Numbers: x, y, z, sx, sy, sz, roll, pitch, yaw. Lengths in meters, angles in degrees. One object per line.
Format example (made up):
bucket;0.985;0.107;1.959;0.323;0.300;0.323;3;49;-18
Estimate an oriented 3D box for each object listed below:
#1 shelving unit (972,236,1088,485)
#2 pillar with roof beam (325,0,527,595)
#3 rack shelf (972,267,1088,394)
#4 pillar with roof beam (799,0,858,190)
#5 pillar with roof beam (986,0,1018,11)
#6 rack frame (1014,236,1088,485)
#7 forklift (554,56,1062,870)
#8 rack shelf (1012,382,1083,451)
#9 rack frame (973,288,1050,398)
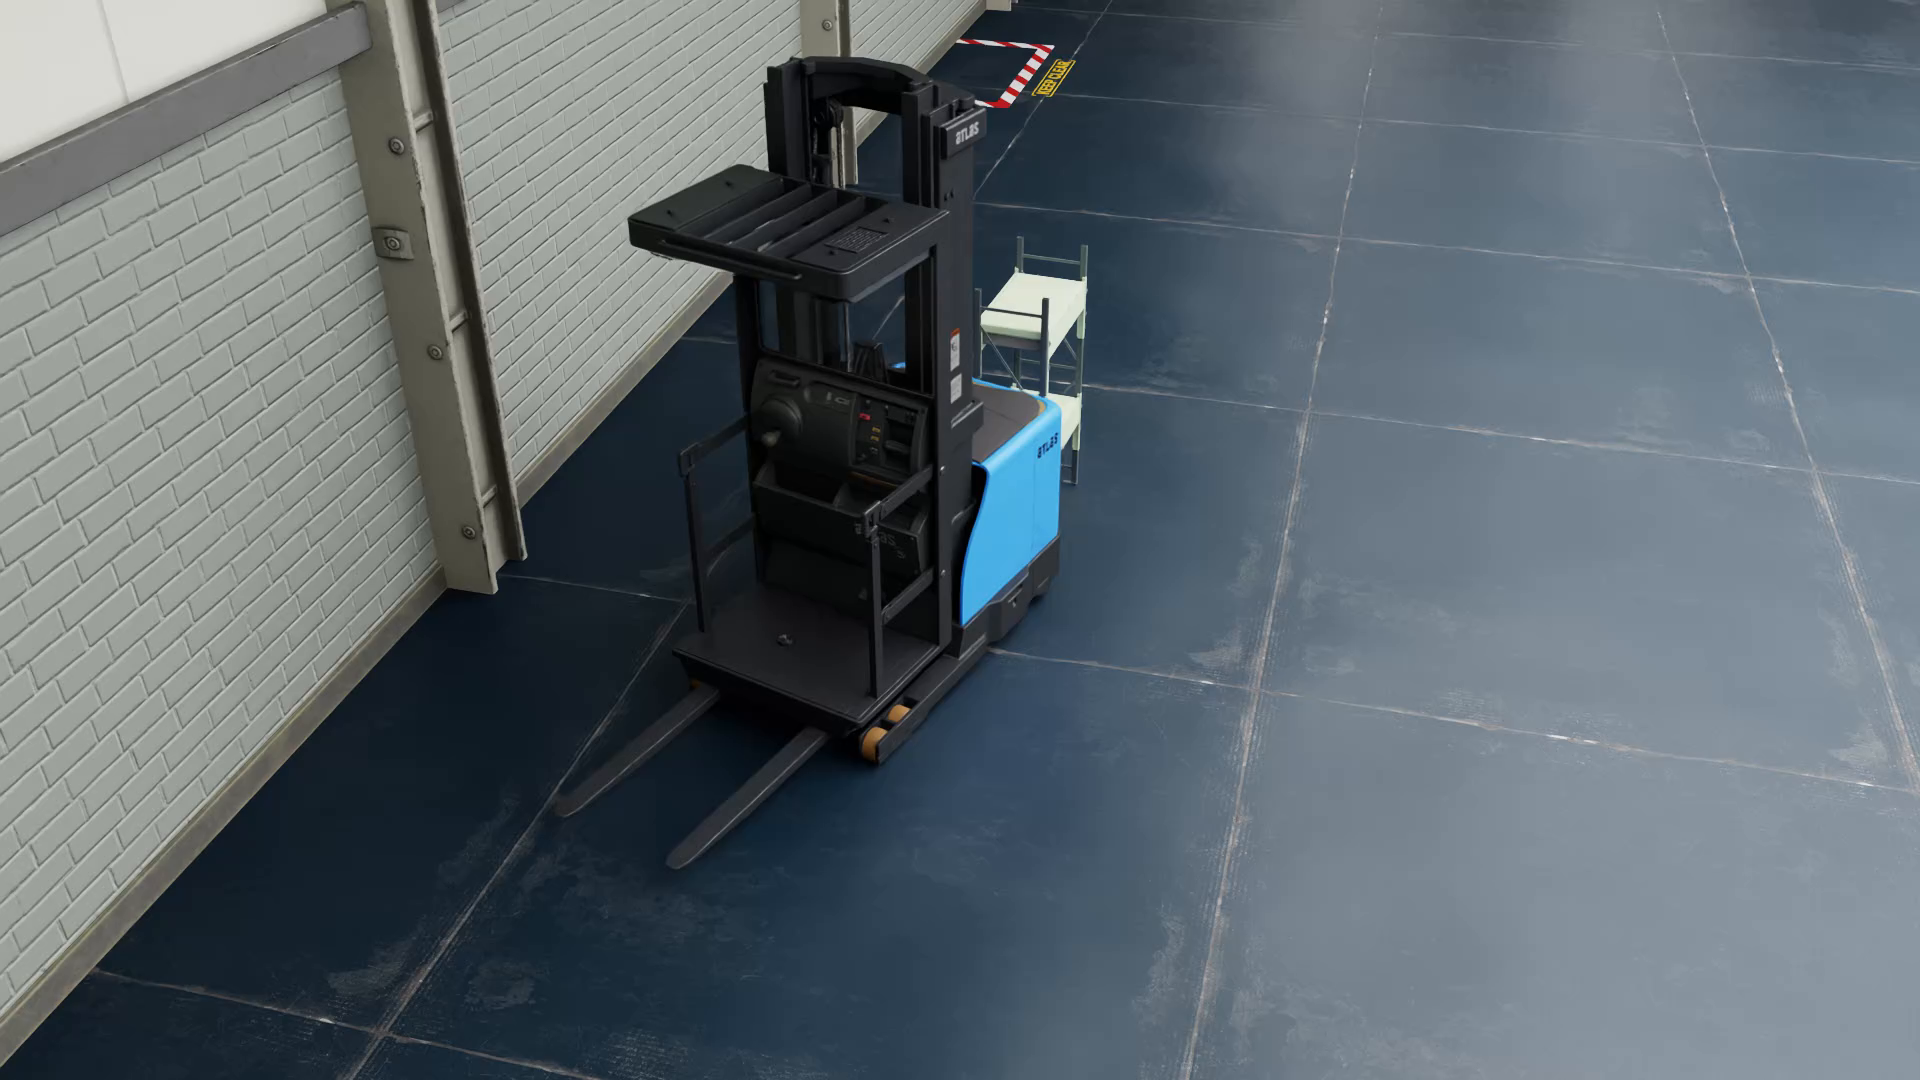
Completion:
shelving unit;0.383;-0.813;9.201;0.431;1.500;0.755;11;34;16
pillar with roof beam;1.579;-3.044;5.720;9.100;9.000;0.400;8;33;12
rack shelf;0.383;-1.142;8.992;0.431;0.370;0.720;11;34;16
pillar with roof beam;3.102;-6.157;10.618;9.100;9.000;0.400;8;33;12
pillar with roof beam;4.625;-9.271;15.515;9.100;9.000;0.400;8;33;12
rack frame;0.503;-0.999;9.493;0.400;1.500;0.023;11;34;16
forklift;-0.661;-0.489;7.358;1.130;2.935;3.031;18;37;26
rack shelf;0.383;-0.538;9.376;0.431;0.370;0.720;11;34;16
rack frame;0.263;-0.628;8.909;0.400;1.500;0.023;11;34;16
